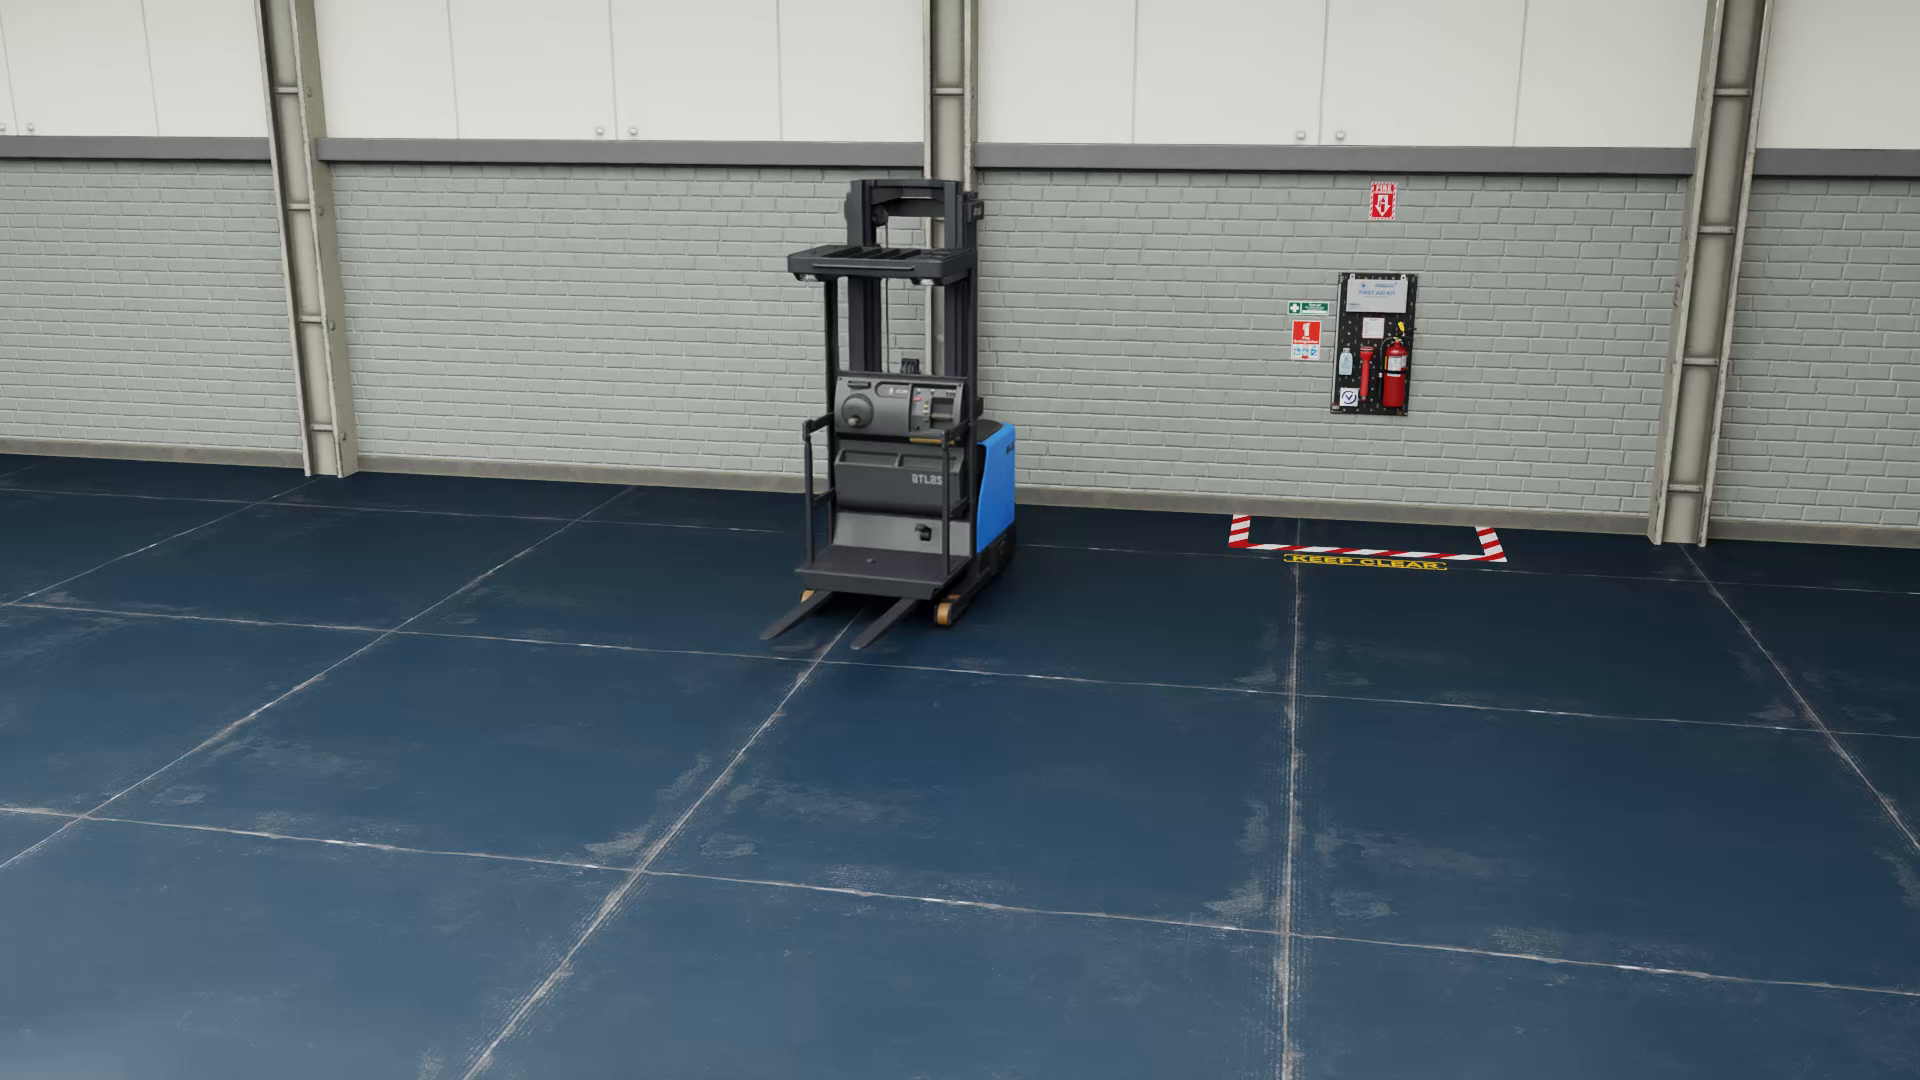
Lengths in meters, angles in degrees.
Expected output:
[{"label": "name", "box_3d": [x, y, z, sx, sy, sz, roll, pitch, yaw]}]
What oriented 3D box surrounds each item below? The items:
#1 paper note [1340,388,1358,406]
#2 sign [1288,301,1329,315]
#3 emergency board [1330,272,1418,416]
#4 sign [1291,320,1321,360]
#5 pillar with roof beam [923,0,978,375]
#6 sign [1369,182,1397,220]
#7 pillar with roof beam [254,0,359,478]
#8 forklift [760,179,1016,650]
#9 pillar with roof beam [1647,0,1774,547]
[{"label": "paper note", "box_3d": [3.231, -1.187, 13.808, 0.142, 0.148, 0.016, 3, 16, 11]}, {"label": "sign", "box_3d": [2.872, -1.910, 13.710, 0.331, 0.109, 0.001, 3, 16, 11]}, {"label": "emergency board", "box_3d": [3.391, -1.584, 13.592, 0.643, 1.169, 0.194, 3, 16, 11]}, {"label": "sign", "box_3d": [2.869, -1.658, 13.790, 0.234, 0.329, 0.001, 3, 16, 11]}, {"label": "pillar with roof beam", "box_3d": [-0.933, -3.527, 9.367, 0.400, 9.000, 9.100, 3, 16, 11]}, {"label": "sign", "box_3d": [3.403, -2.728, 13.378, 0.199, 0.298, 0.001, 3, 16, 11]}, {"label": "pillar with roof beam", "box_3d": [-6.813, -3.846, 10.519, 0.400, 9.000, 9.100, 3, 16, 11]}, {"label": "forklift", "box_3d": [-0.489, -0.940, 11.394, 1.130, 2.935, 3.031, 5, 16, 17]}, {"label": "pillar with roof beam", "box_3d": [4.947, -3.208, 8.214, 0.400, 9.000, 9.100, 3, 16, 11]}]
